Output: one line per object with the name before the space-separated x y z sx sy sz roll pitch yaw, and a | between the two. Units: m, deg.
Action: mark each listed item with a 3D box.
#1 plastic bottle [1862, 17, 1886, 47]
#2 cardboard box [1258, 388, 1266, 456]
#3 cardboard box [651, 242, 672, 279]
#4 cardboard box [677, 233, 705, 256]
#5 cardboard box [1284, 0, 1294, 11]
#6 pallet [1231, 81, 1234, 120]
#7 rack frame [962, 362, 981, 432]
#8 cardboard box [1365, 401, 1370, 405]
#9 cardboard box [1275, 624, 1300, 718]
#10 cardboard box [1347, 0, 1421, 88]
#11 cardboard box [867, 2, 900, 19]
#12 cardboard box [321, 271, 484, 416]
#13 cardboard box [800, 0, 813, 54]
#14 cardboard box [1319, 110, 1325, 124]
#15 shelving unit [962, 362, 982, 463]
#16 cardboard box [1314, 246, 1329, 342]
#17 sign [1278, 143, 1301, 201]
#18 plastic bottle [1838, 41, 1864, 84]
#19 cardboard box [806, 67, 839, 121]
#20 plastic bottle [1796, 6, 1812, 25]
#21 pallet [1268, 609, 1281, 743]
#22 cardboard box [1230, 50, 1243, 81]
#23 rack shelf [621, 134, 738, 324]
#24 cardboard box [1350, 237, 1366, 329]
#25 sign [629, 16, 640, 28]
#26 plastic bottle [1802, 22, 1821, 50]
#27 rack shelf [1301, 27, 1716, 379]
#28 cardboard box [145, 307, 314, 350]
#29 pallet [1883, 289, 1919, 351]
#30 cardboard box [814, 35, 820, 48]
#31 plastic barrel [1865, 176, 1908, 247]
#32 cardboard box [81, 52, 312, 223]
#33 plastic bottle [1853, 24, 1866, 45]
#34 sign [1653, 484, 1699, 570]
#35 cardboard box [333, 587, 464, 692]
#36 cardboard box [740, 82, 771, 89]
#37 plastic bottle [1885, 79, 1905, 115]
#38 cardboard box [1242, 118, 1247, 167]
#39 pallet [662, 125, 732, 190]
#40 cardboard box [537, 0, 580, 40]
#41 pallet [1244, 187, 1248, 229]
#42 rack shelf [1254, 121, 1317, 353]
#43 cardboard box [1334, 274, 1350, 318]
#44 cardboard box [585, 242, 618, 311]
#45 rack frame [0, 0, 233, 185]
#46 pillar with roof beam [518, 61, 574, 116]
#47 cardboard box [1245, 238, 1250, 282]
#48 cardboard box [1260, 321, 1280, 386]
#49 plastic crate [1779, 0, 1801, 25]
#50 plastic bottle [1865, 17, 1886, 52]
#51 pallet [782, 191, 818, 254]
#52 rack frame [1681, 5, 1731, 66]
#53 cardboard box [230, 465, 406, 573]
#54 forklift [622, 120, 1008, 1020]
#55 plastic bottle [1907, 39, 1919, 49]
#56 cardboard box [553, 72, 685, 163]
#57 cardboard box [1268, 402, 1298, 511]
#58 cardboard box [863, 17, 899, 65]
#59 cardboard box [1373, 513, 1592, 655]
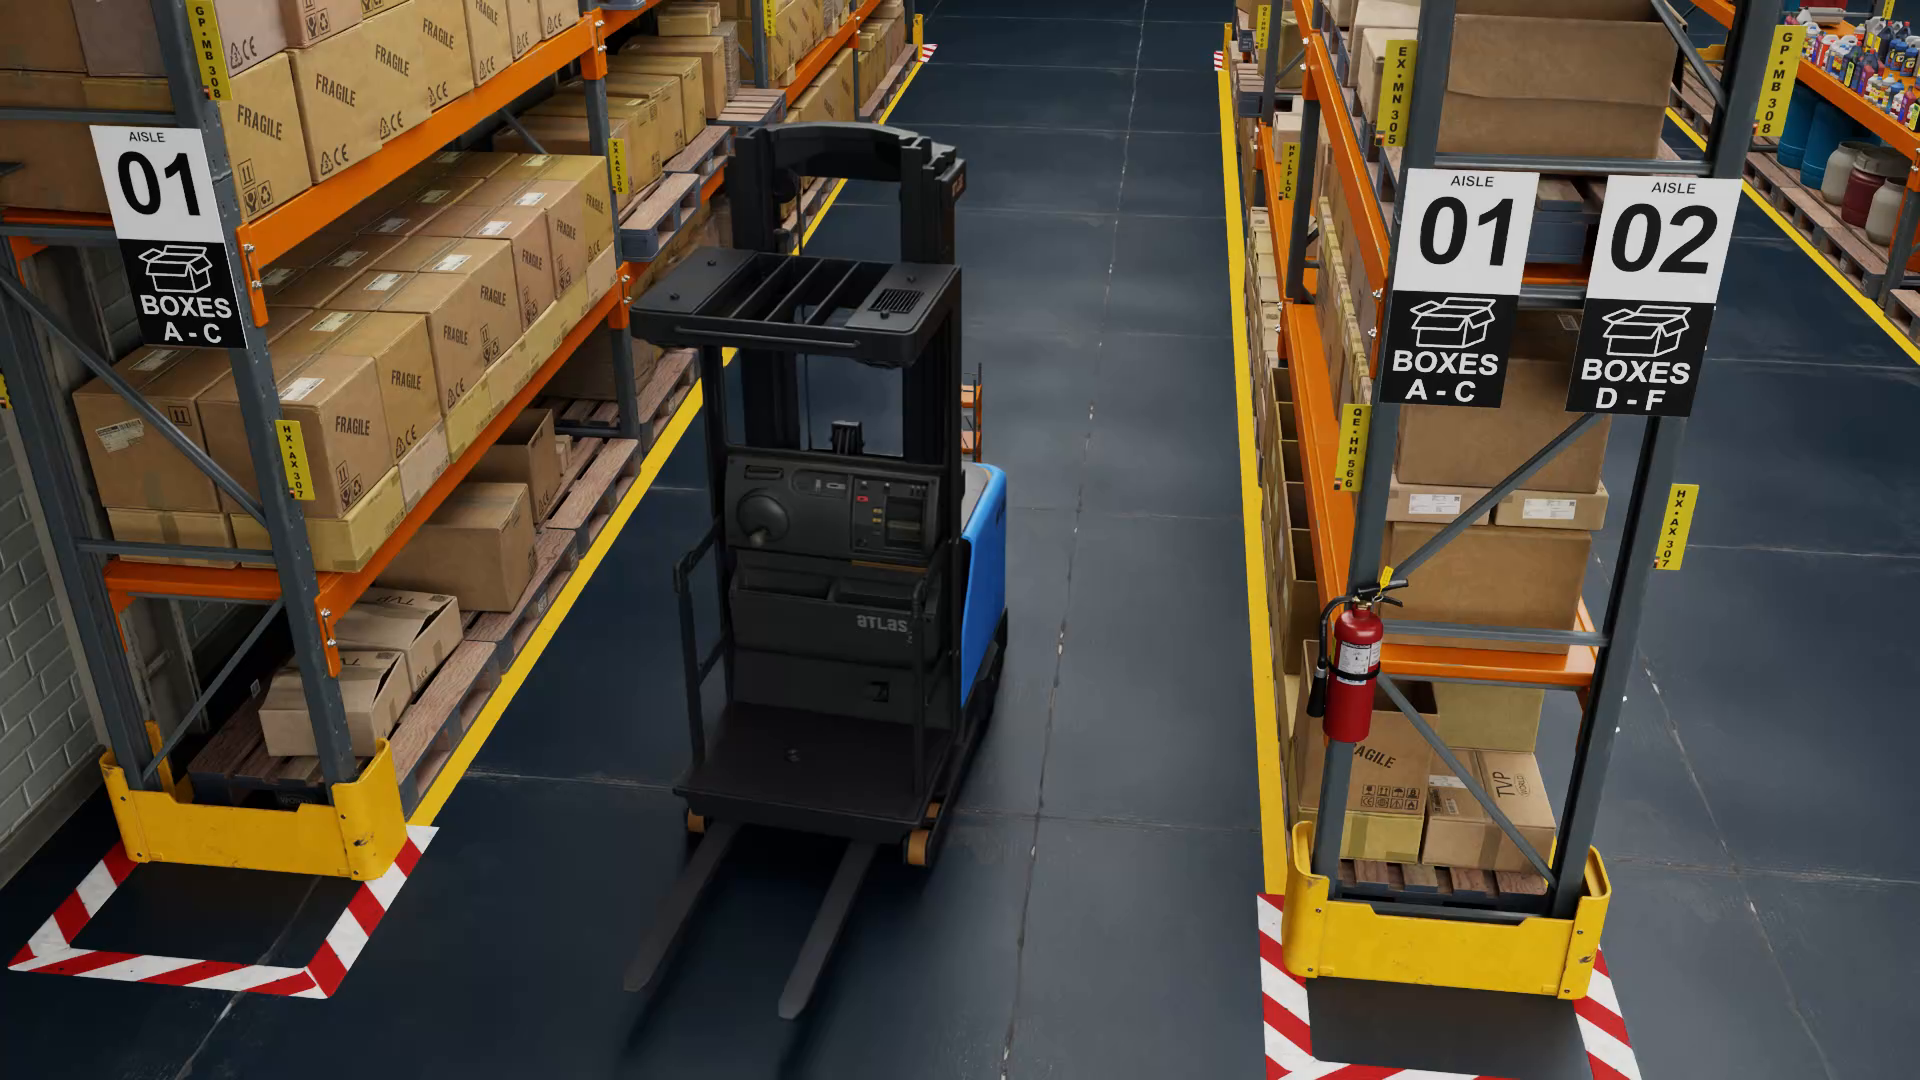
plastic bottle | 8.544 -4.762 15.558 0.152 0.276 0.135 3 28 6
cardboard box | 2.138 -0.731 10.401 0.500 0.250 0.500 3 28 6
cardboard box | -2.357 -2.055 11.782 0.500 0.250 0.500 3 28 5
cardboard box | -2.299 -1.994 12.460 0.700 0.500 0.500 3 28 6
cardboard box | 3.132 -4.379 14.168 0.700 0.500 0.500 9 30 16
pallet | 3.588 -4.982 18.775 1.003 0.211 1.213 3 28 6
rack frame | 0.021 -0.545 9.654 0.200 1.050 0.008 3 28 6
cardboard box | 1.805 -0.426 6.589 0.380 0.149 0.250 3 28 5
cardboard box | 1.766 0.622 7.888 0.500 0.250 0.500 3 28 6
cardboard box | 1.833 -2.009 6.658 0.500 0.311 0.500 7 29 12
cardboard box | -0.923 -6.323 19.833 0.380 0.149 0.250 4 29 8
cardboard box | -2.535 -0.903 7.611 0.500 0.500 0.500 2 28 5
cardboard box | -1.603 -4.591 14.669 0.500 0.500 0.500 3 28 6
cardboard box | 2.676 -2.681 11.459 0.500 0.500 0.500 2 28 3
shelving unit | 0.007 -0.487 9.548 0.215 1.050 0.252 3 28 6
cardboard box | 2.327 -1.380 9.043 0.700 0.500 0.500 3 28 5
sign | 1.836 -2.047 9.249 0.100 0.325 0.005 3 28 6
plastic bottle | 7.647 -4.092 14.235 0.144 0.351 0.185 3 28 6
cardboard box | -1.618 -4.103 16.028 0.750 0.750 0.750 4 29 8
plastic bottle | 7.901 -4.834 15.611 0.144 0.351 0.185 3 28 6
pallet | 2.089 0.630 8.357 1.003 0.211 1.213 3 28 6
cardboard box | 3.375 -5.467 19.170 0.500 0.250 0.500 3 28 6
rack shelf | -2.297 -2.456 11.904 1.077 0.370 4.000 3 28 6
cardboard box | 2.143 -1.242 7.420 0.700 0.500 0.500 3 28 6
sign | -2.603 -4.254 13.264 0.100 0.325 0.005 3 28 6
plastic bottle | 7.791 -4.599 15.254 0.152 0.276 0.135 3 28 6
rack shelf | 2.130 -1.607 7.167 1.077 0.370 4.000 3 28 6
cardboard box | -3.113 -0.692 7.218 0.500 0.500 0.500 4 29 7
pallet | 7.647 -1.548 12.401 1.003 0.211 1.213 3 28 6
cardboard box | -1.521 -4.724 15.600 0.380 0.149 0.250 3 28 5
plastic barrel | 7.804 -2.730 13.835 0.421 0.512 0.421 0 28 0
cardboard box | -2.743 -1.465 6.017 0.500 0.500 0.500 4 29 8
plastic bottle | 8.417 -4.728 15.573 0.097 0.201 0.097 0 28 0
sign | 2.435 -0.043 5.671 0.100 0.325 0.005 3 28 6
cardboard box | -2.788 0.453 8.118 0.500 0.311 0.500 6 29 10
cardboard box | -1.781 -3.754 13.799 0.380 0.149 0.250 3 28 5
plastic bottle | 7.491 -3.550 13.313 0.097 0.271 0.097 0 28 0
cardboard box | 2.931 -3.704 15.634 0.500 0.500 0.500 4 29 7
pallet | -2.253 -2.695 11.793 1.003 0.211 1.213 3 28 6
cardboard box | -2.358 -2.951 8.776 0.500 0.500 0.500 4 29 8
pallet | 3.146 -3.122 15.323 1.003 0.211 1.213 3 28 6
rack shelf | 2.620 -2.170 11.373 1.077 0.370 4.000 3 28 6
cardboard box | 1.996 -1.153 7.937 0.380 0.149 0.250 3 28 5
cardboard box | -2.299 -1.533 9.571 0.500 0.250 0.500 3 29 6
rack frame | -3.032 -2.589 5.068 1.000 3.000 0.127 3 28 6
pillar with roof beam | 1.203 -5.543 10.551 9.100 9.000 0.400 3 28 6
cardboard box | 2.510 -2.173 13.077 0.500 0.250 0.500 3 28 6
cardboard box | 2.198 -1.219 10.715 0.500 0.311 0.500 4 29 8
plastic crate | 7.990 -5.280 16.342 0.392 0.384 0.575 3 28 6
plastic bottle | 8.340 -4.556 15.096 0.144 0.351 0.185 3 28 6
pallet | -1.880 -2.853 14.823 1.003 0.211 1.213 3 28 6
rack frame | 8.761 -6.904 19.402 1.000 3.000 0.127 3 28 6
cardboard box | -2.657 -0.102 6.914 0.500 0.250 0.500 3 28 5
forklift | -0.589 -0.086 6.819 1.130 2.935 3.031 6 29 11
plastic bottle | 8.420 -4.290 14.680 0.152 0.276 0.135 3 28 6
cardboard box | -2.320 -2.881 11.365 0.700 0.500 0.500 7 29 13
cardboard box | 1.954 -0.414 9.021 0.500 0.500 0.500 3 28 6
cardboard box | -1.119 -5.993 19.905 0.700 0.500 0.500 3 28 6
cardboard box | 1.955 0.075 6.343 0.700 0.500 0.500 3 28 6
